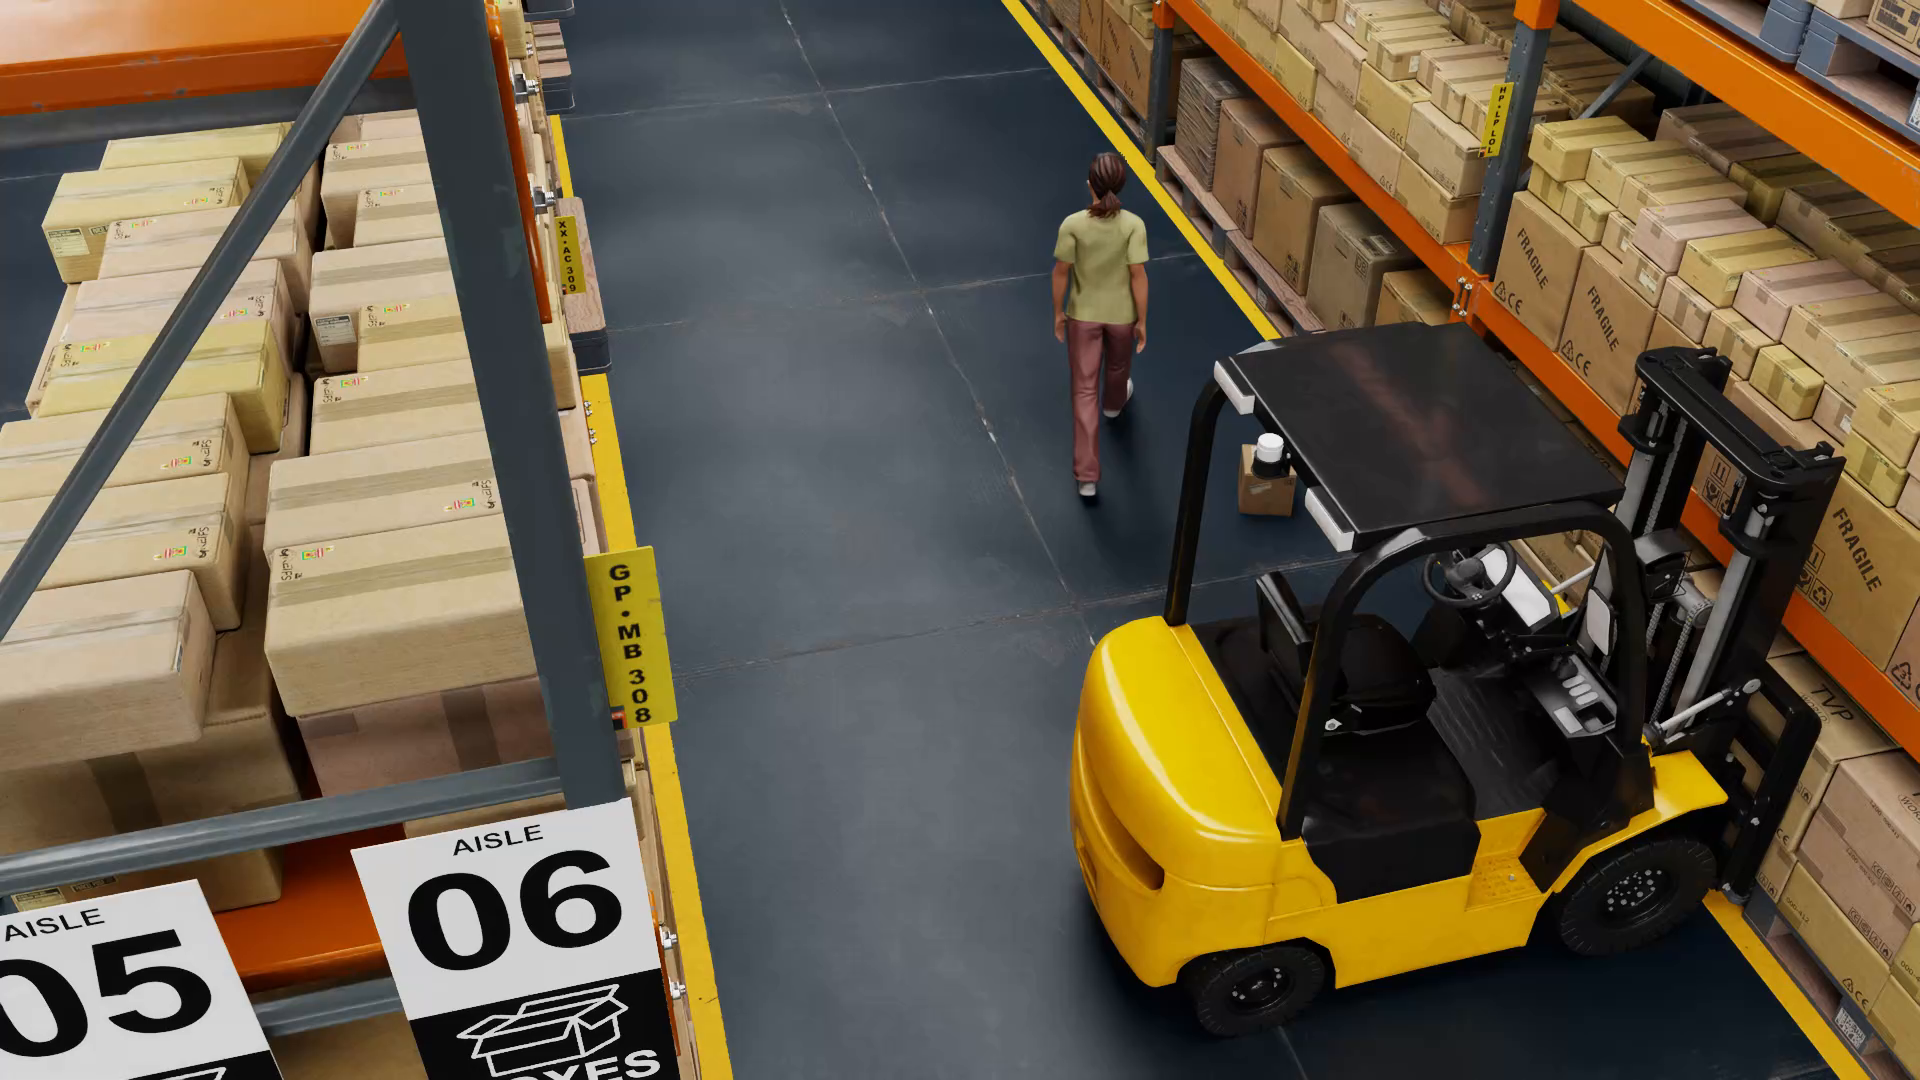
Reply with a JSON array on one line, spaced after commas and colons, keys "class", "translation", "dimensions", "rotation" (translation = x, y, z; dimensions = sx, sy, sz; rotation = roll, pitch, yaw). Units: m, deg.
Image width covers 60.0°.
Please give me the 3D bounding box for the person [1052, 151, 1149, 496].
[{"class": "person", "translation": [0.685, -1.131, 8.162], "dimensions": [0.480, 1.596, 1.042], "rotation": [1, 38, 1]}]
